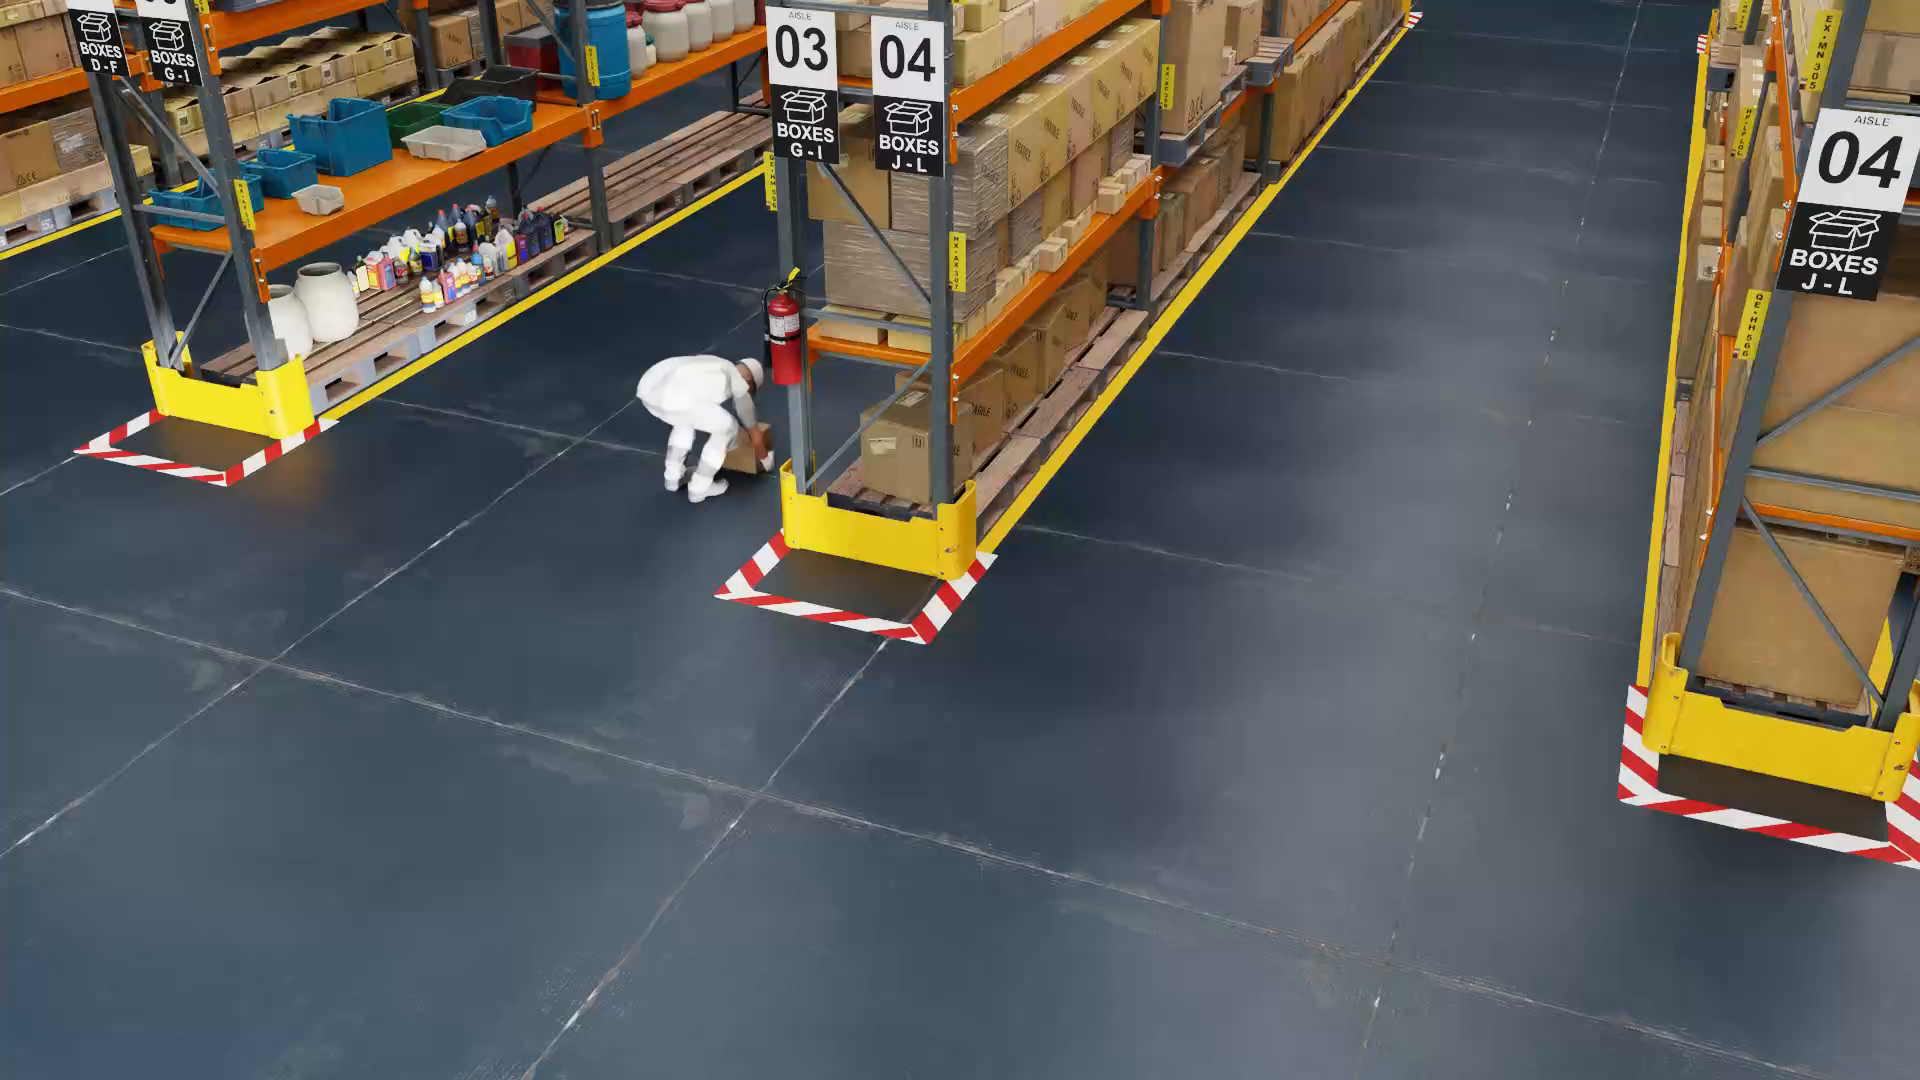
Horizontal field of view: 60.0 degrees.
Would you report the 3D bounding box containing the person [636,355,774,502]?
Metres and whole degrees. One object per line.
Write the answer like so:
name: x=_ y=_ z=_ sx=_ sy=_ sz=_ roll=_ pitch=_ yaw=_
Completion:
person: x=-1.613 y=-0.788 z=10.680 sx=0.535 sy=0.923 sz=0.952 roll=23 pitch=37 yaw=35
